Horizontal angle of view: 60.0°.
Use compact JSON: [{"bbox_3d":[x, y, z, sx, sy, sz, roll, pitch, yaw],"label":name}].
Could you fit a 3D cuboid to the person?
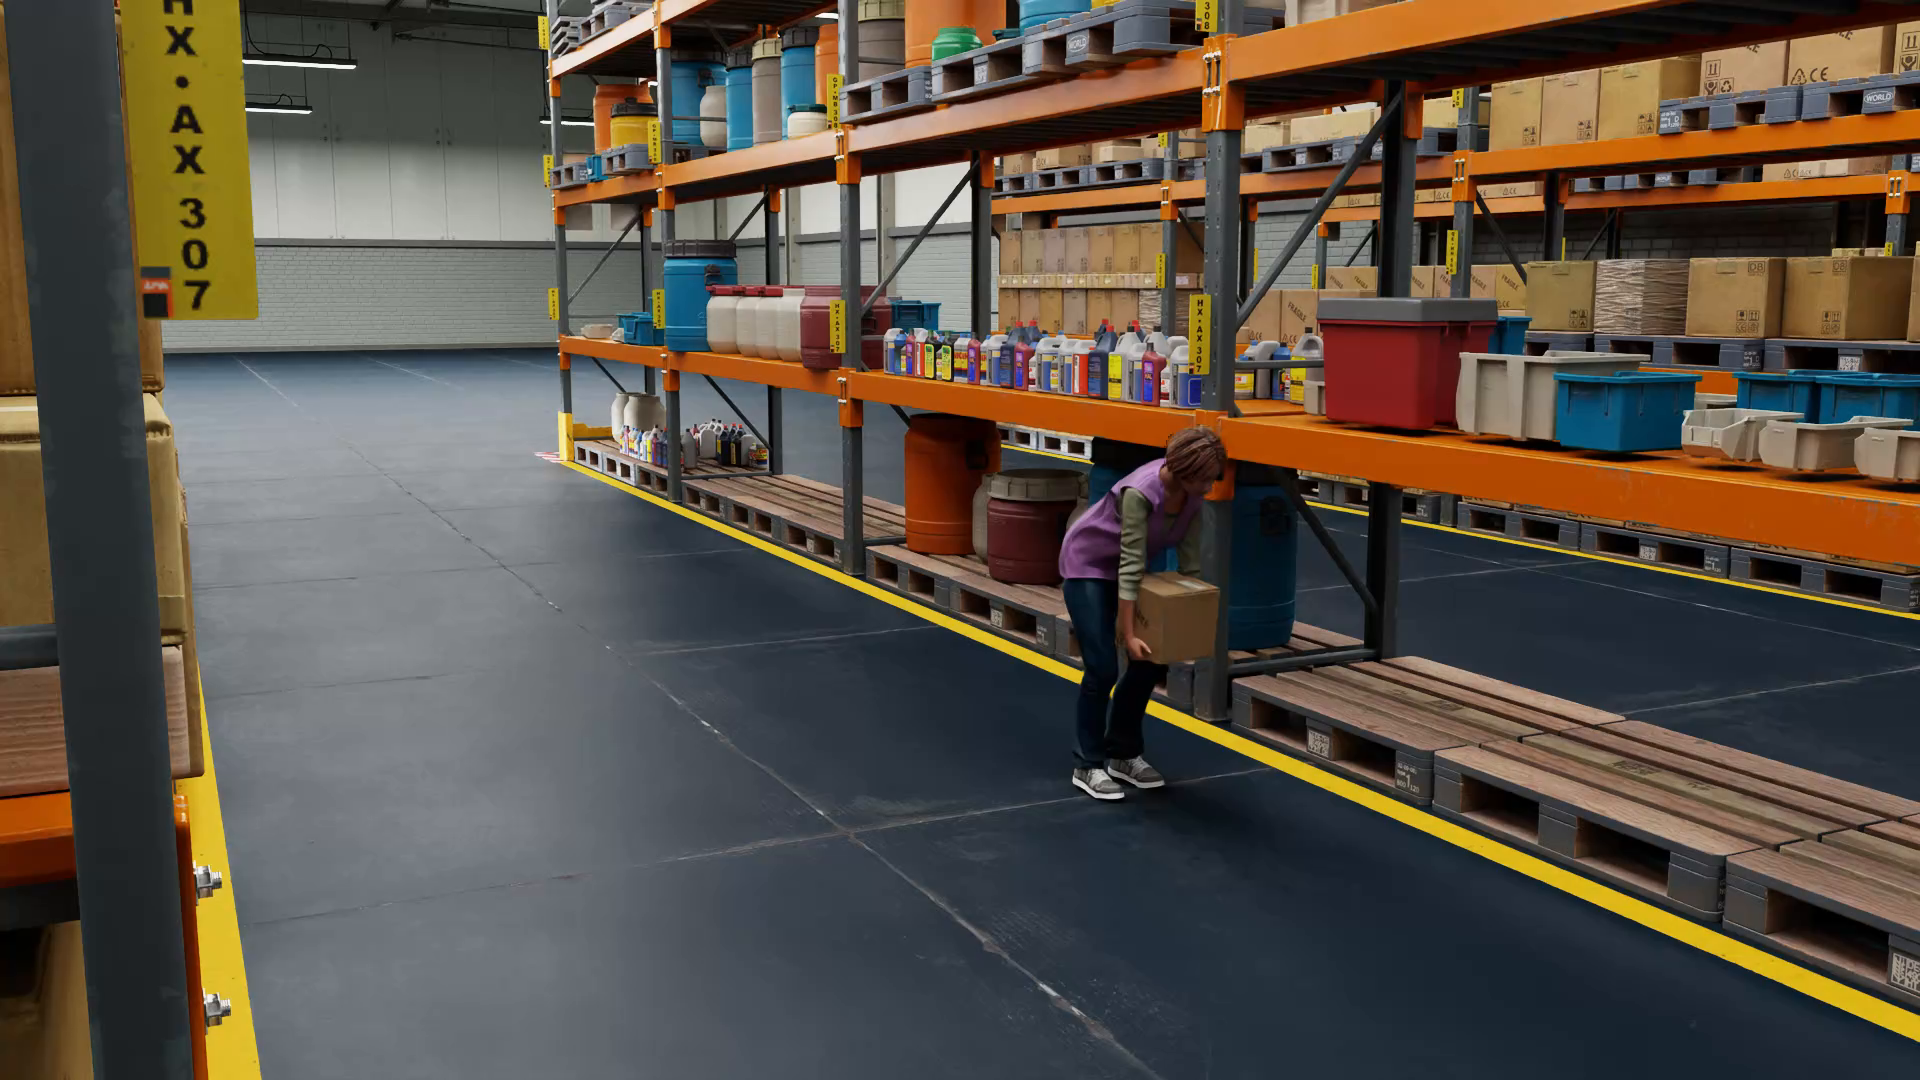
[{"bbox_3d":[0.655,0.269,5.944,0.373,1.356,0.736,-6,11,-35],"label":"person"}]
